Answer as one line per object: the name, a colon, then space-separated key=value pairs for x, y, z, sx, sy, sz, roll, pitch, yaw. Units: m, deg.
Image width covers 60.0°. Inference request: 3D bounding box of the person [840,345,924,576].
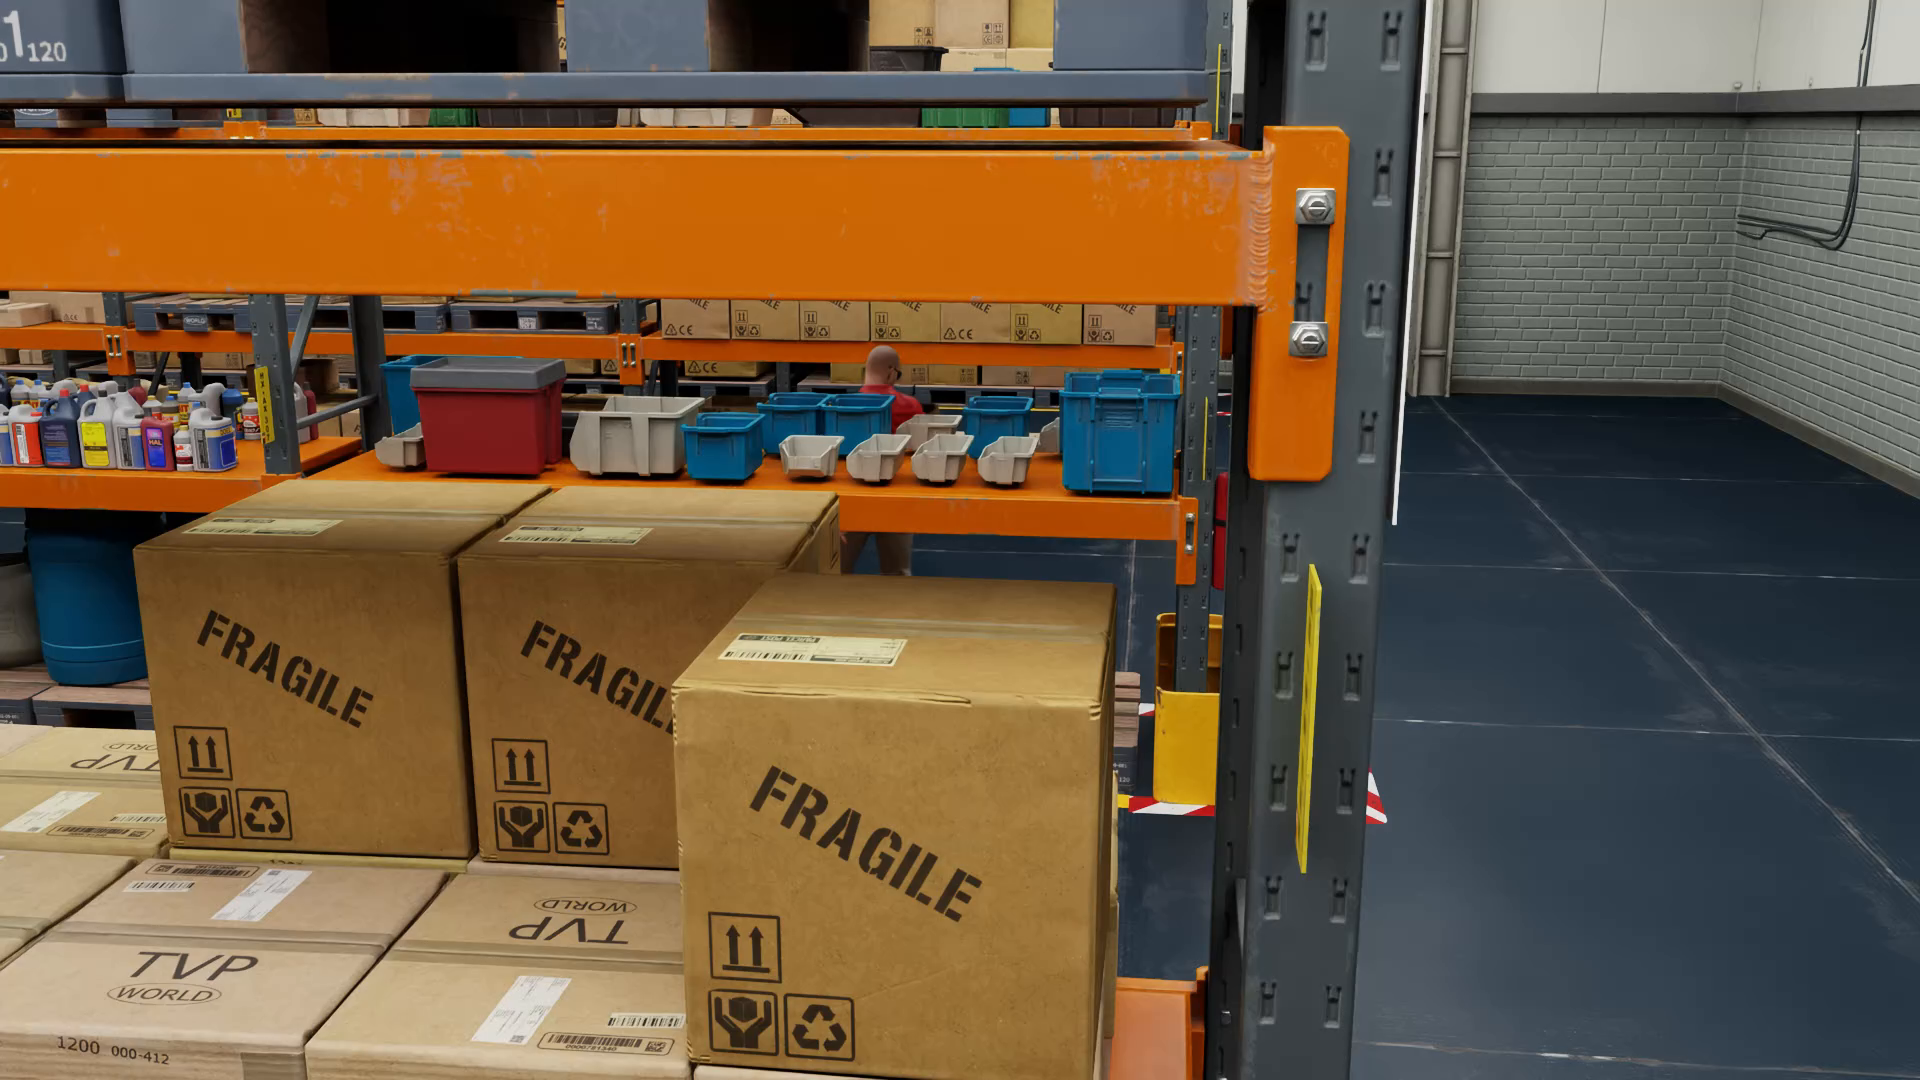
person: x=-0.472 y=-0.180 z=8.770 sx=0.591 sy=1.687 sz=0.787 roll=-4 pitch=15 yaw=-14
